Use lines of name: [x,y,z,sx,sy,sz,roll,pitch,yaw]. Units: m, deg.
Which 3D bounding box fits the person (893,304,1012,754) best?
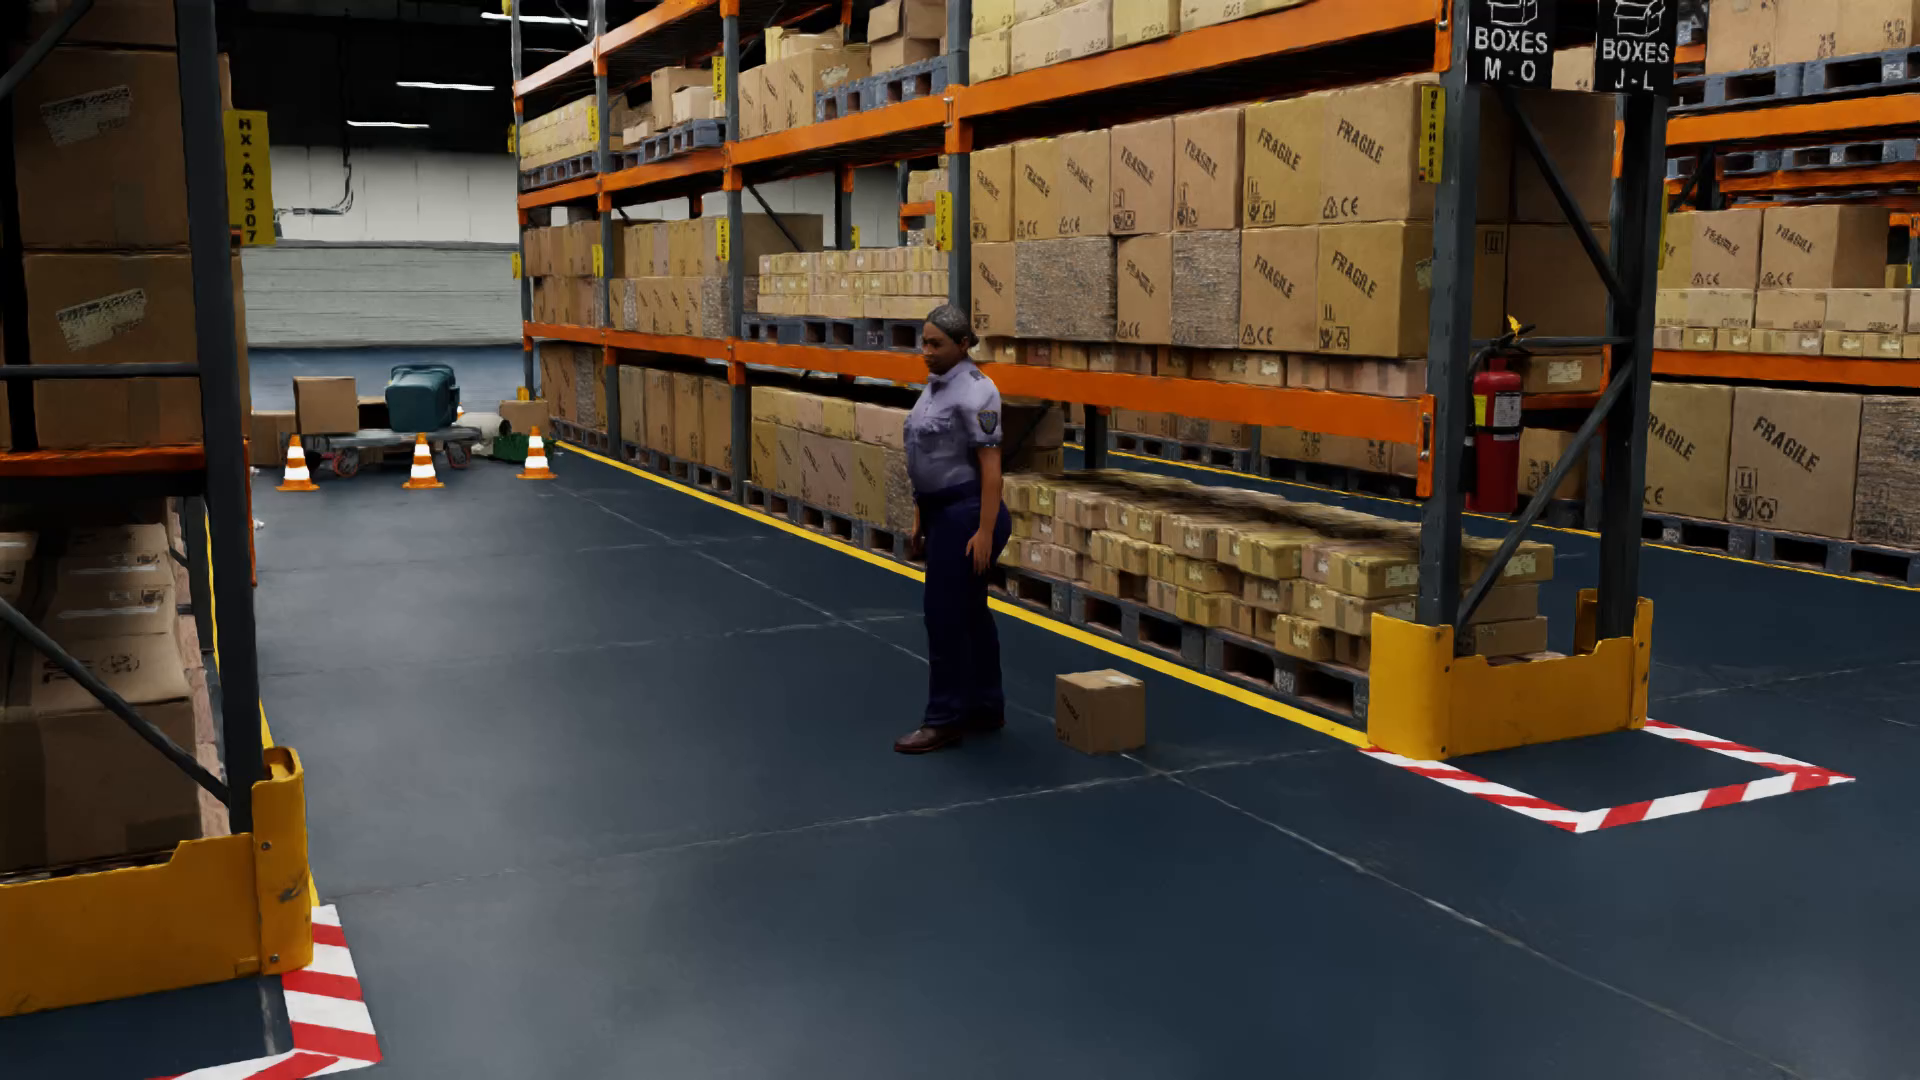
person: [-0.028,-0.044,6.191,0.494,1.651,0.540,-2,9,-15]
